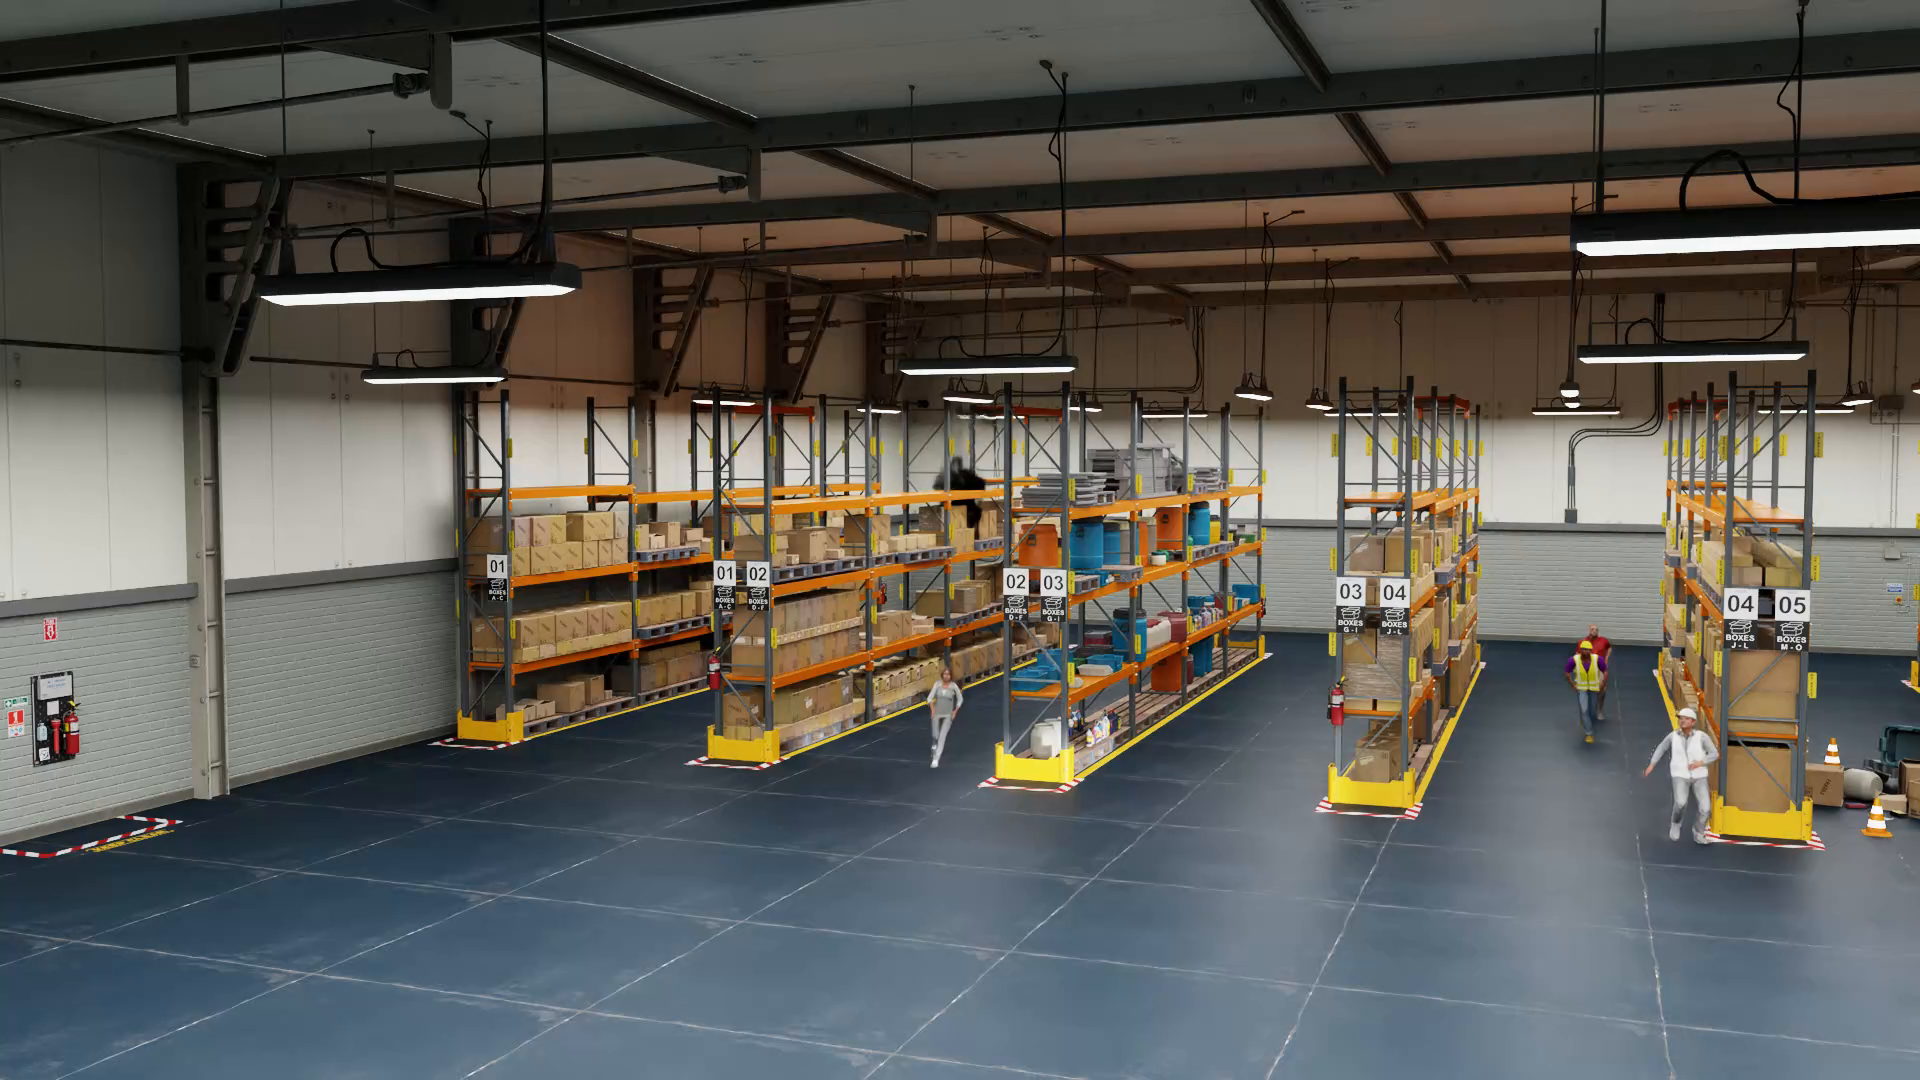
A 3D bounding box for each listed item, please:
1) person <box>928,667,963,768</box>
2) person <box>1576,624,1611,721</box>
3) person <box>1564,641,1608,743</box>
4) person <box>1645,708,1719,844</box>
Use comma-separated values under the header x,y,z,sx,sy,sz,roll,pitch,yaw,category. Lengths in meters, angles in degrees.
x,y,z,sx,sy,sz,roll,pitch,yaw,category
-0.234,2.794,26.336,0.564,1.577,0.578,0,3,3,person
11.765,2.459,30.881,0.640,1.796,0.795,1,3,17,person
10.768,2.586,28.657,0.692,1.745,0.888,1,3,11,person
9.202,2.989,21.167,0.812,1.693,0.707,1,3,15,person
